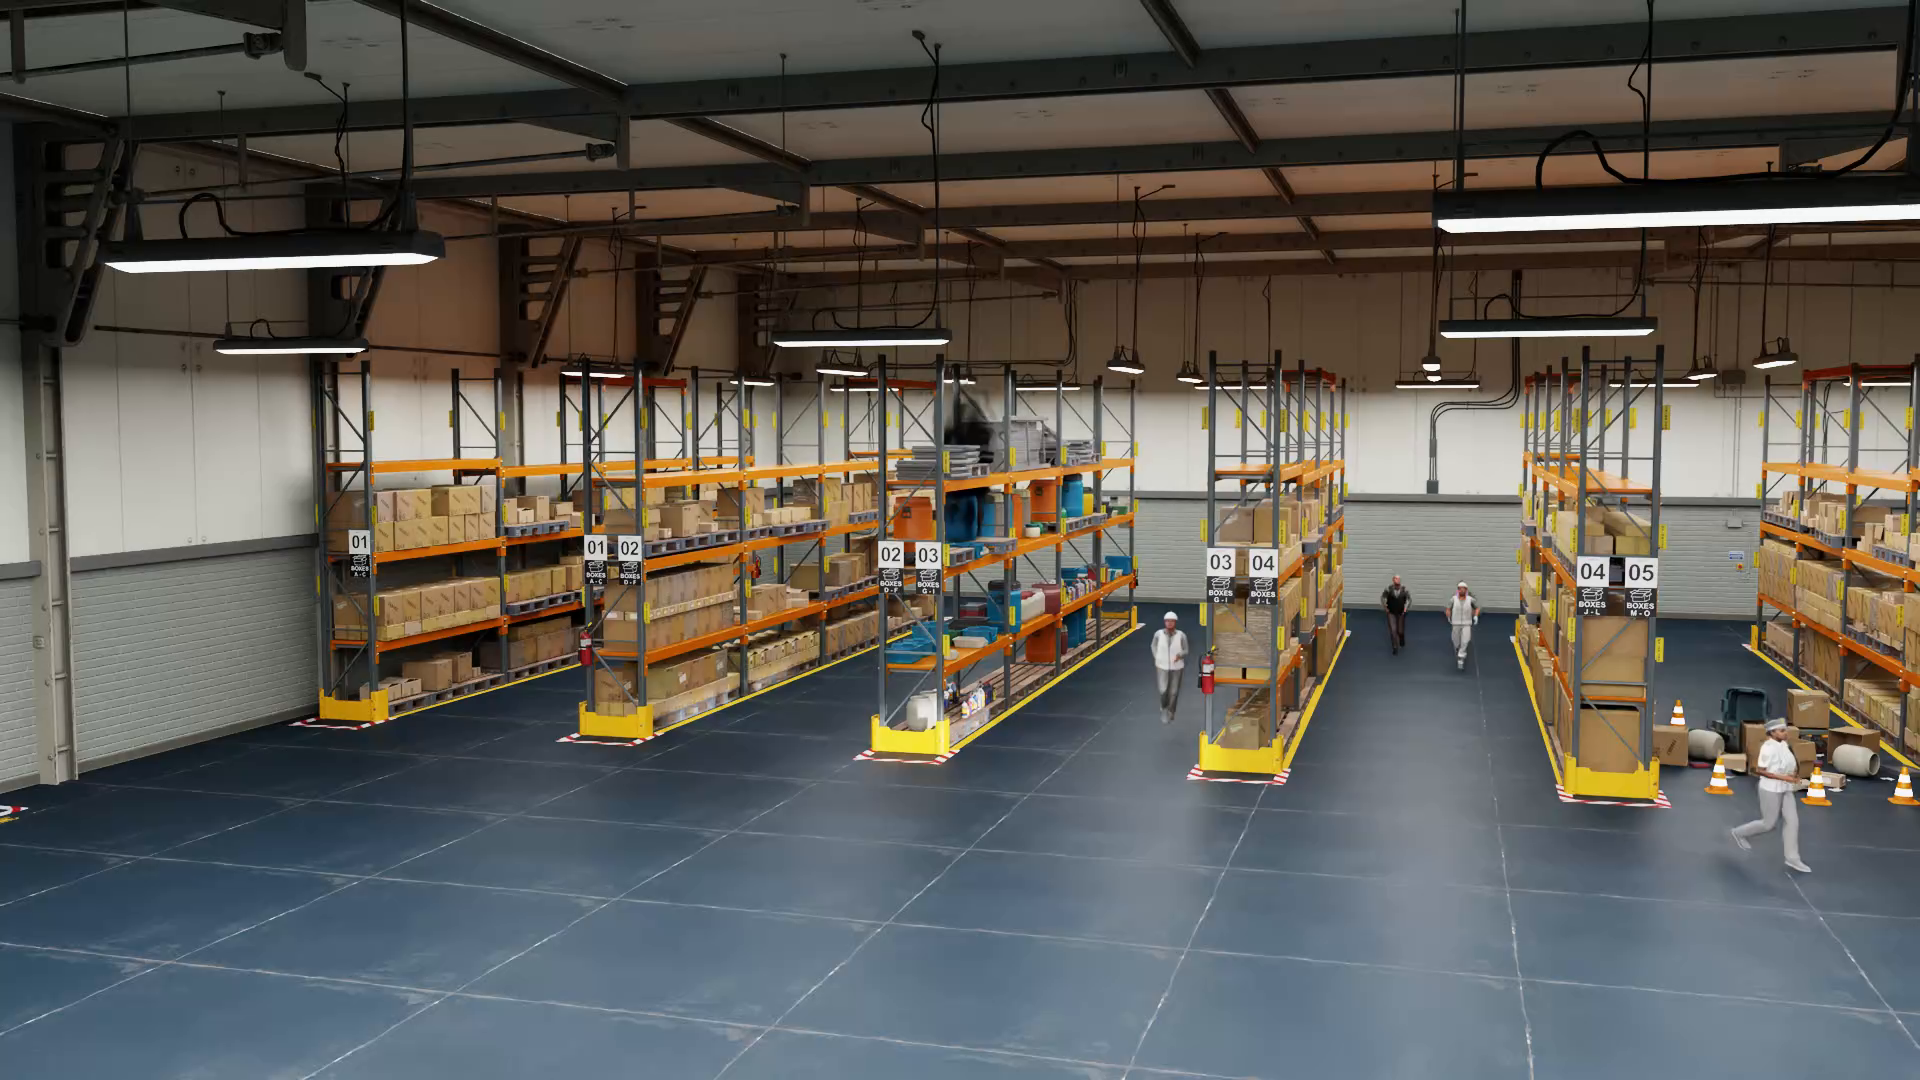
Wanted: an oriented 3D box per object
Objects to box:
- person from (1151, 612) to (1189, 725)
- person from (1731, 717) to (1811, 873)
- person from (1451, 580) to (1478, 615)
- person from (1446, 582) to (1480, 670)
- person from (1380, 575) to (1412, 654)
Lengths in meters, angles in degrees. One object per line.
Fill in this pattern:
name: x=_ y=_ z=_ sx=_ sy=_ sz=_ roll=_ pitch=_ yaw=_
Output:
person: x=3.273 y=2.005 z=25.967 sx=0.582 sy=1.783 sz=0.726 roll=0 pitch=4 yaw=6
person: x=9.154 y=2.820 z=18.698 sx=0.580 sy=1.696 sz=0.898 roll=-3 pitch=5 yaw=-33
person: x=10.961 y=1.643 z=36.245 sx=0.575 sy=1.559 sz=0.626 roll=2 pitch=4 yaw=23
person: x=10.188 y=1.727 z=33.705 sx=0.669 sy=1.748 sz=0.848 roll=1 pitch=4 yaw=18
person: x=9.425 y=1.595 z=35.990 sx=0.664 sy=1.706 sz=0.724 roll=1 pitch=4 yaw=13
